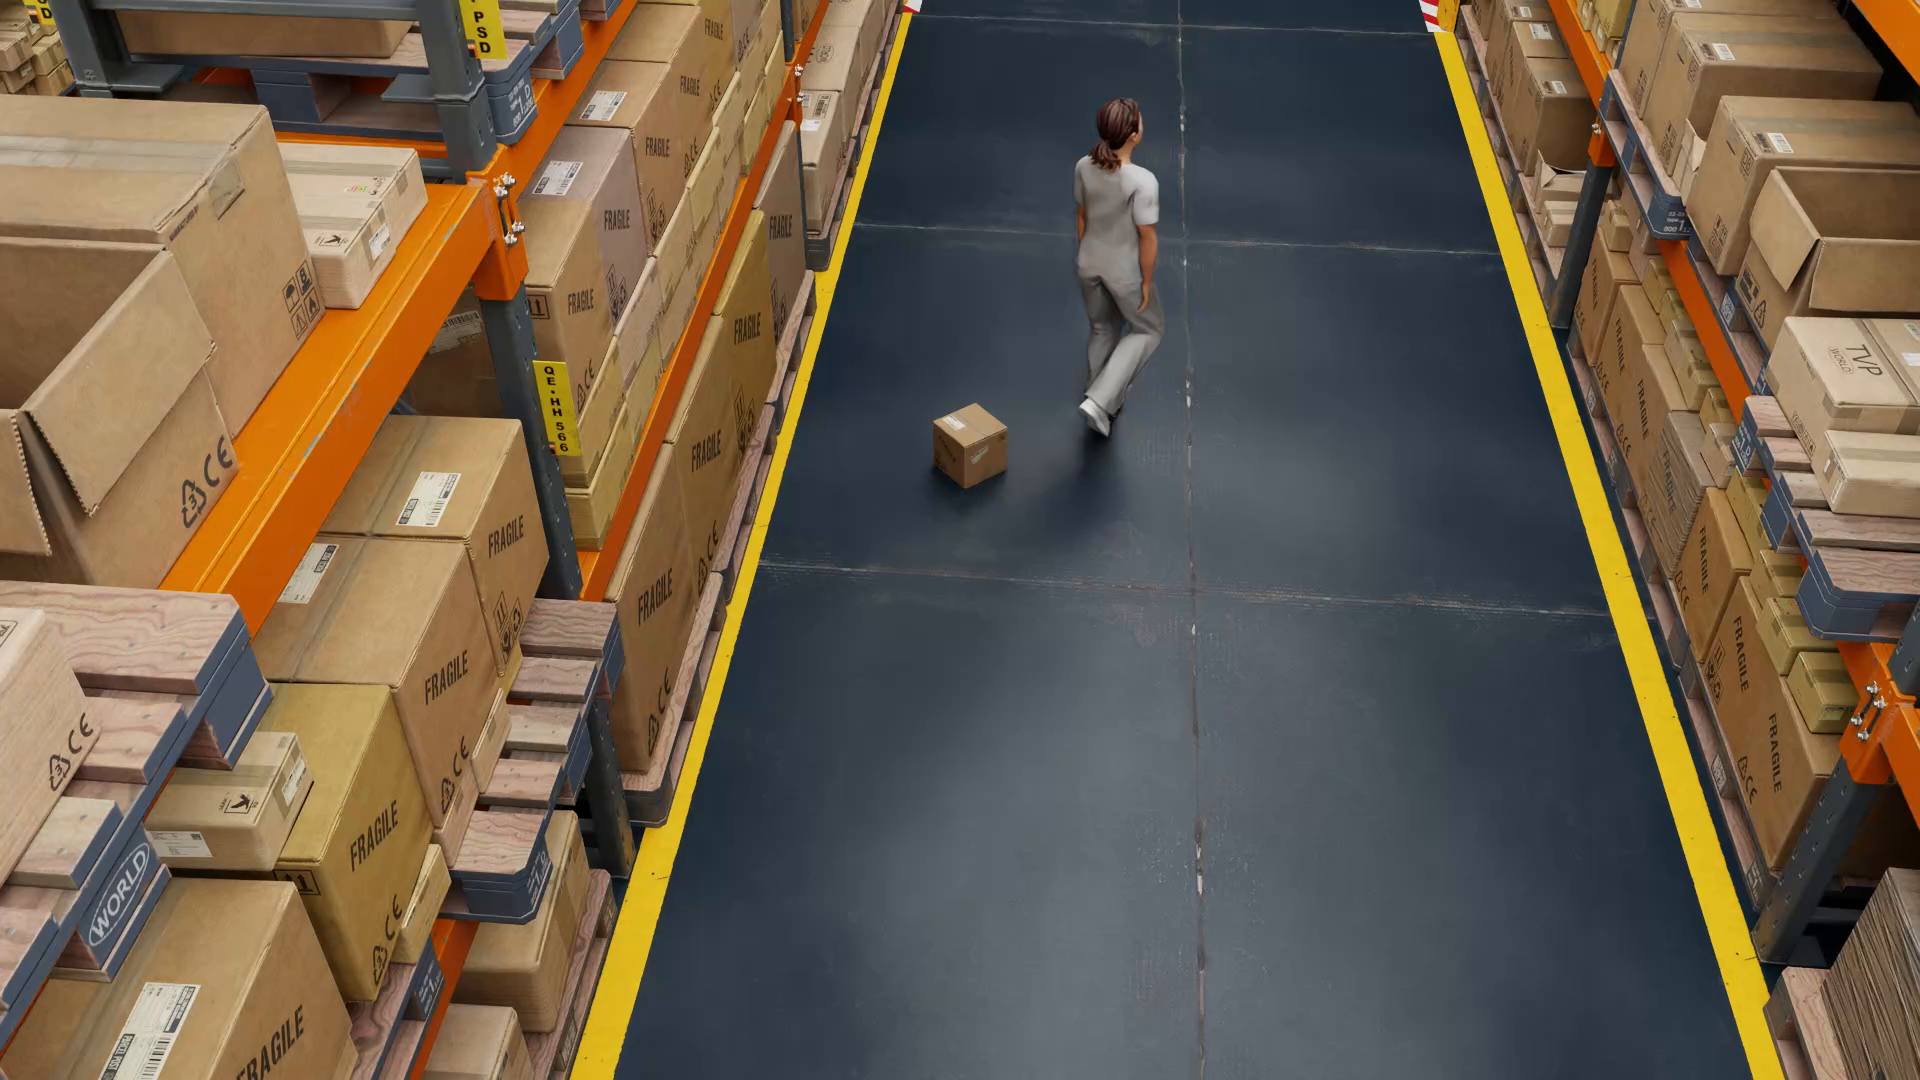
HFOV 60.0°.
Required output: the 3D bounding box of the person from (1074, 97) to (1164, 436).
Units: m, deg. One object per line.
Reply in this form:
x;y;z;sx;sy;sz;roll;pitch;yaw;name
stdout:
0.674;-1.195;7.536;0.452;1.662;0.521;26;47;28;person
